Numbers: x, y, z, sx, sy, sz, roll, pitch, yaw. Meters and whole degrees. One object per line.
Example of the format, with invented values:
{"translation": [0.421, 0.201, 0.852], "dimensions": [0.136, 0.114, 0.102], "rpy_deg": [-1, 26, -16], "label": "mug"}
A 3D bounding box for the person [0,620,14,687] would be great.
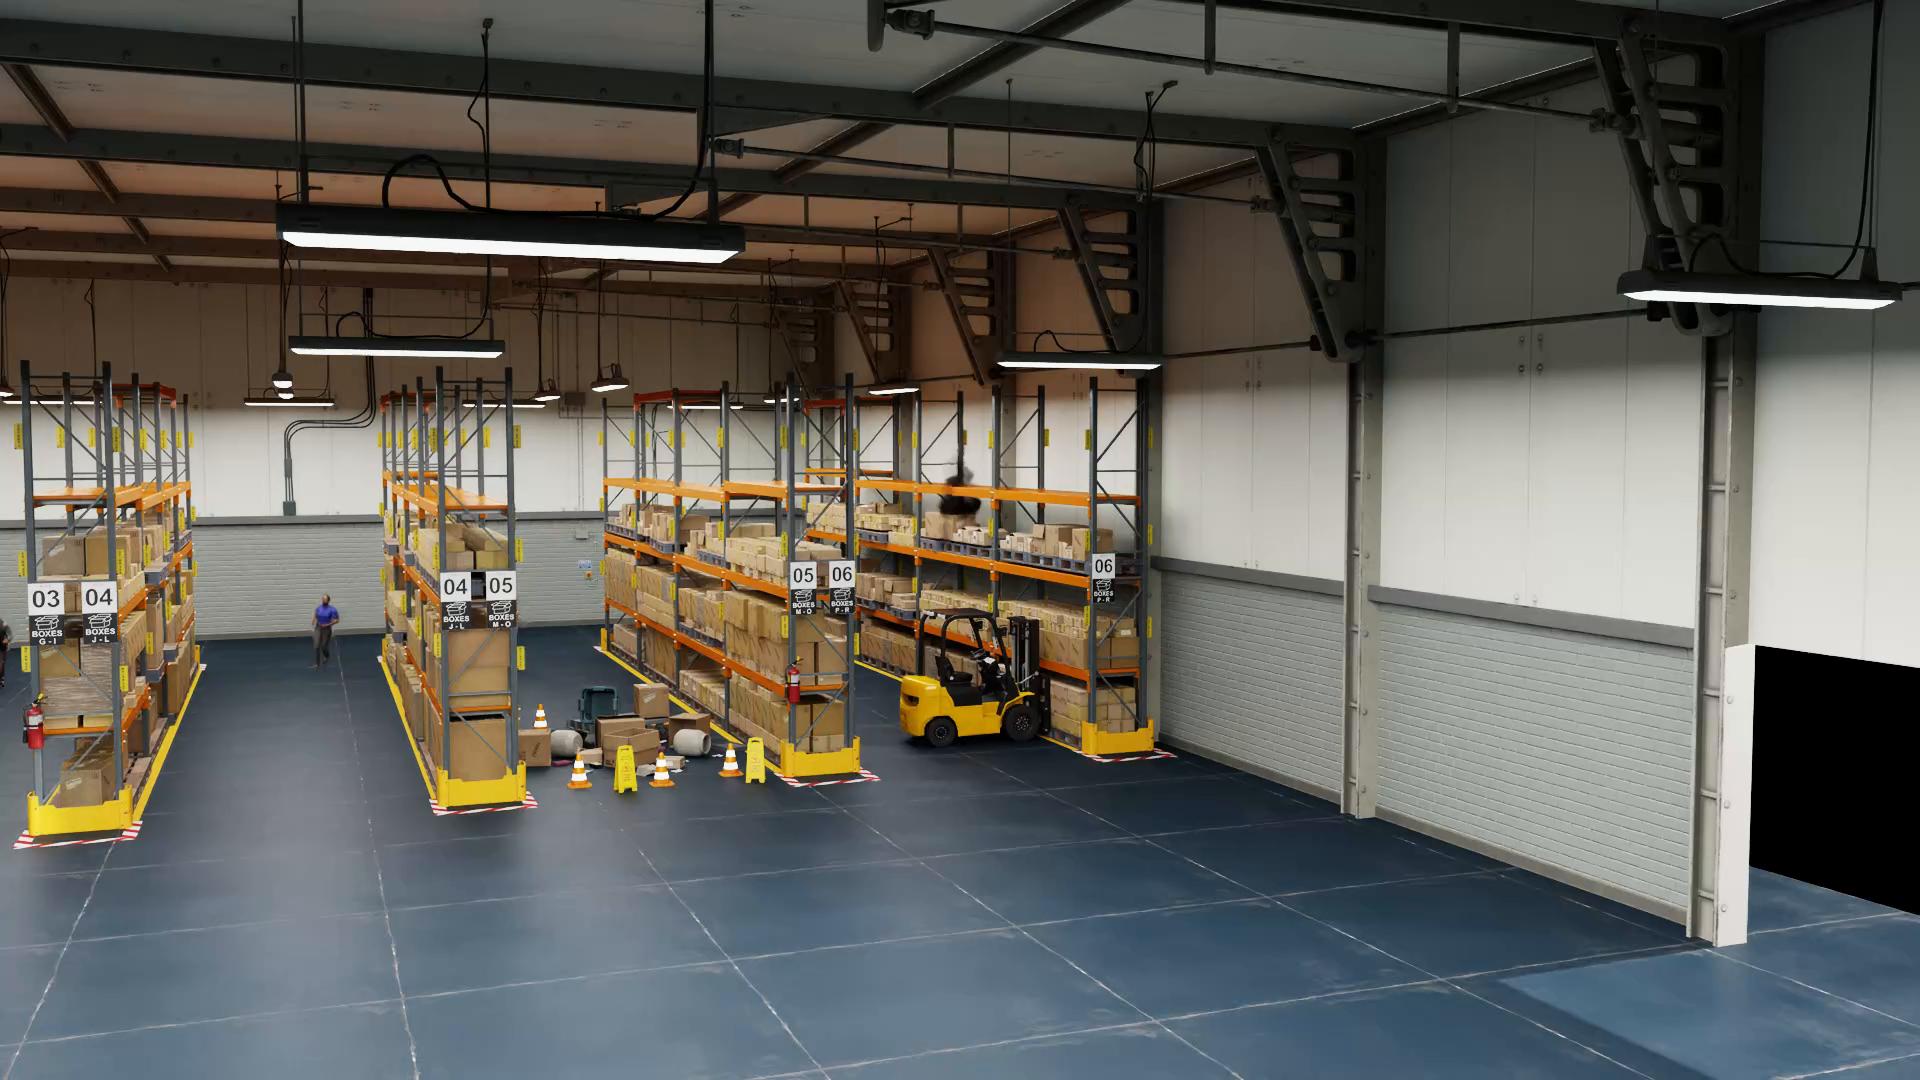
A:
{"translation": [-18.868, 2.195, 32.502], "dimensions": [0.663, 1.725, 0.928], "rpy_deg": [-2, 4, -33], "label": "person"}

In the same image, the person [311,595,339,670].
{"translation": [-13.972, 2.016, 36.624], "dimensions": [0.621, 1.631, 0.759], "rpy_deg": [0, 3, 2], "label": "person"}
